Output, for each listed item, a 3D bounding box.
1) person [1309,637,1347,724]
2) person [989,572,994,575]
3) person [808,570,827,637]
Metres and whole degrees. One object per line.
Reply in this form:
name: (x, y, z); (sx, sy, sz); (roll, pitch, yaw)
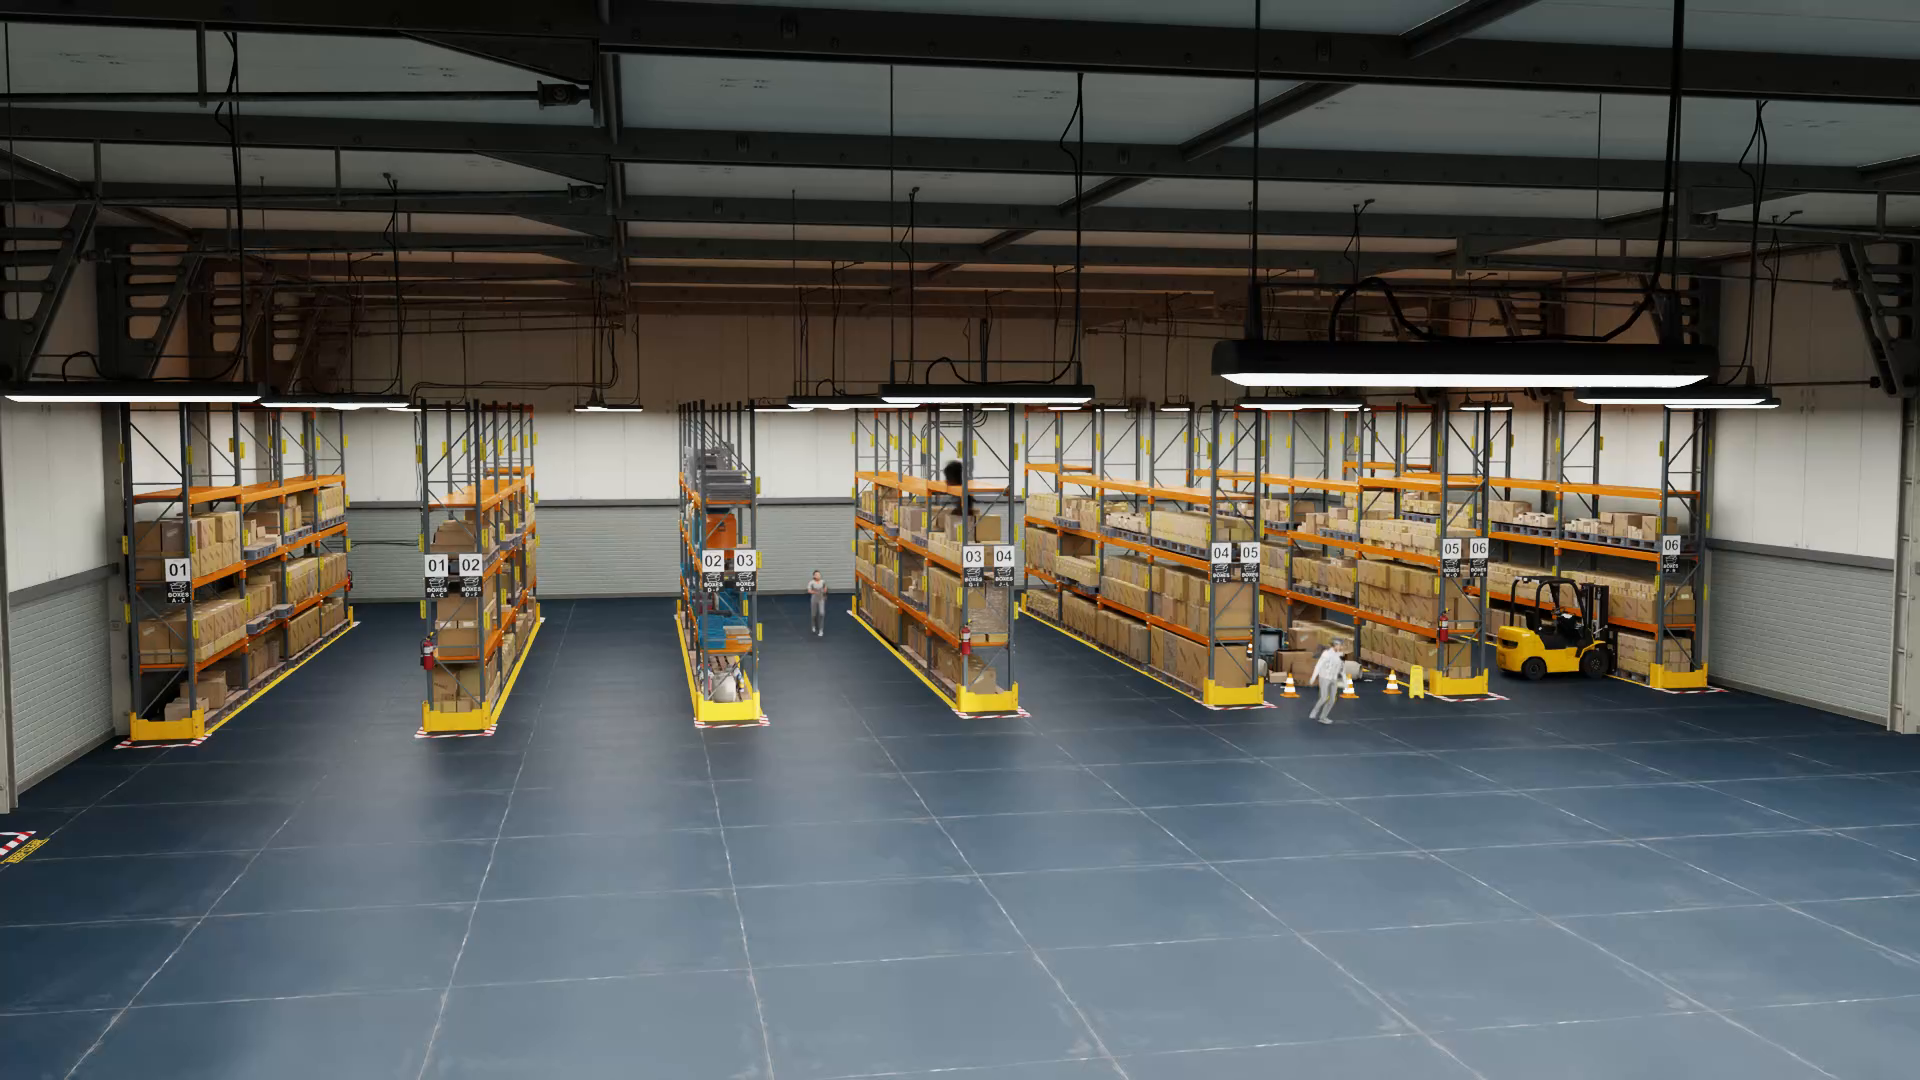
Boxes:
person: (6.817, 2.592, 30.800); (0.619, 1.624, 0.568); (-3, 5, -31)
person: (0.865, 1.282, 47.015); (0.641, 1.764, 0.681); (0, 4, -2)
person: (-3.700, 1.633, 43.125); (0.529, 1.722, 0.839); (-1, 4, -14)
